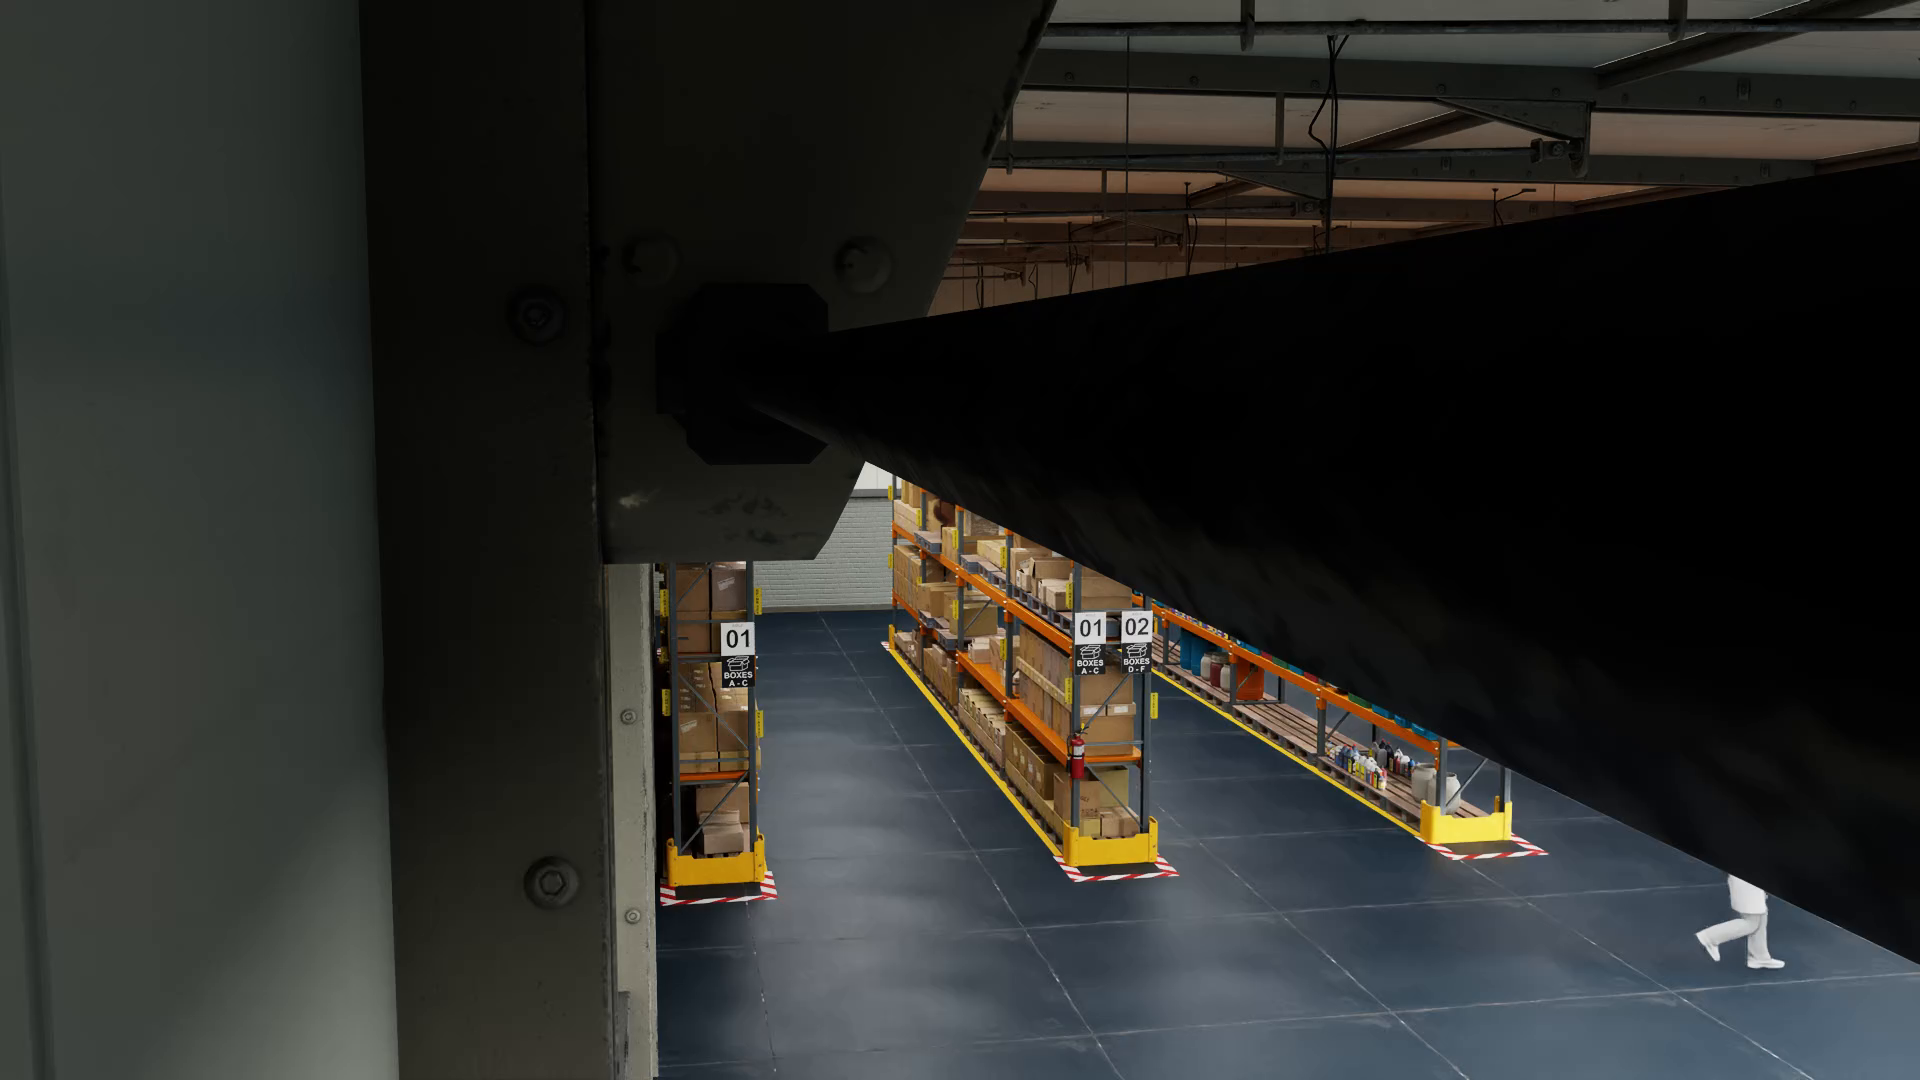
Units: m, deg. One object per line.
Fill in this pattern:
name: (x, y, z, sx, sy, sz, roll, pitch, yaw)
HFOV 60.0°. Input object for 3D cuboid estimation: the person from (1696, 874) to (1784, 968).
person: (8.120, 3.582, 17.259, 0.921, 1.749, 0.720, 1, 6, 6)
